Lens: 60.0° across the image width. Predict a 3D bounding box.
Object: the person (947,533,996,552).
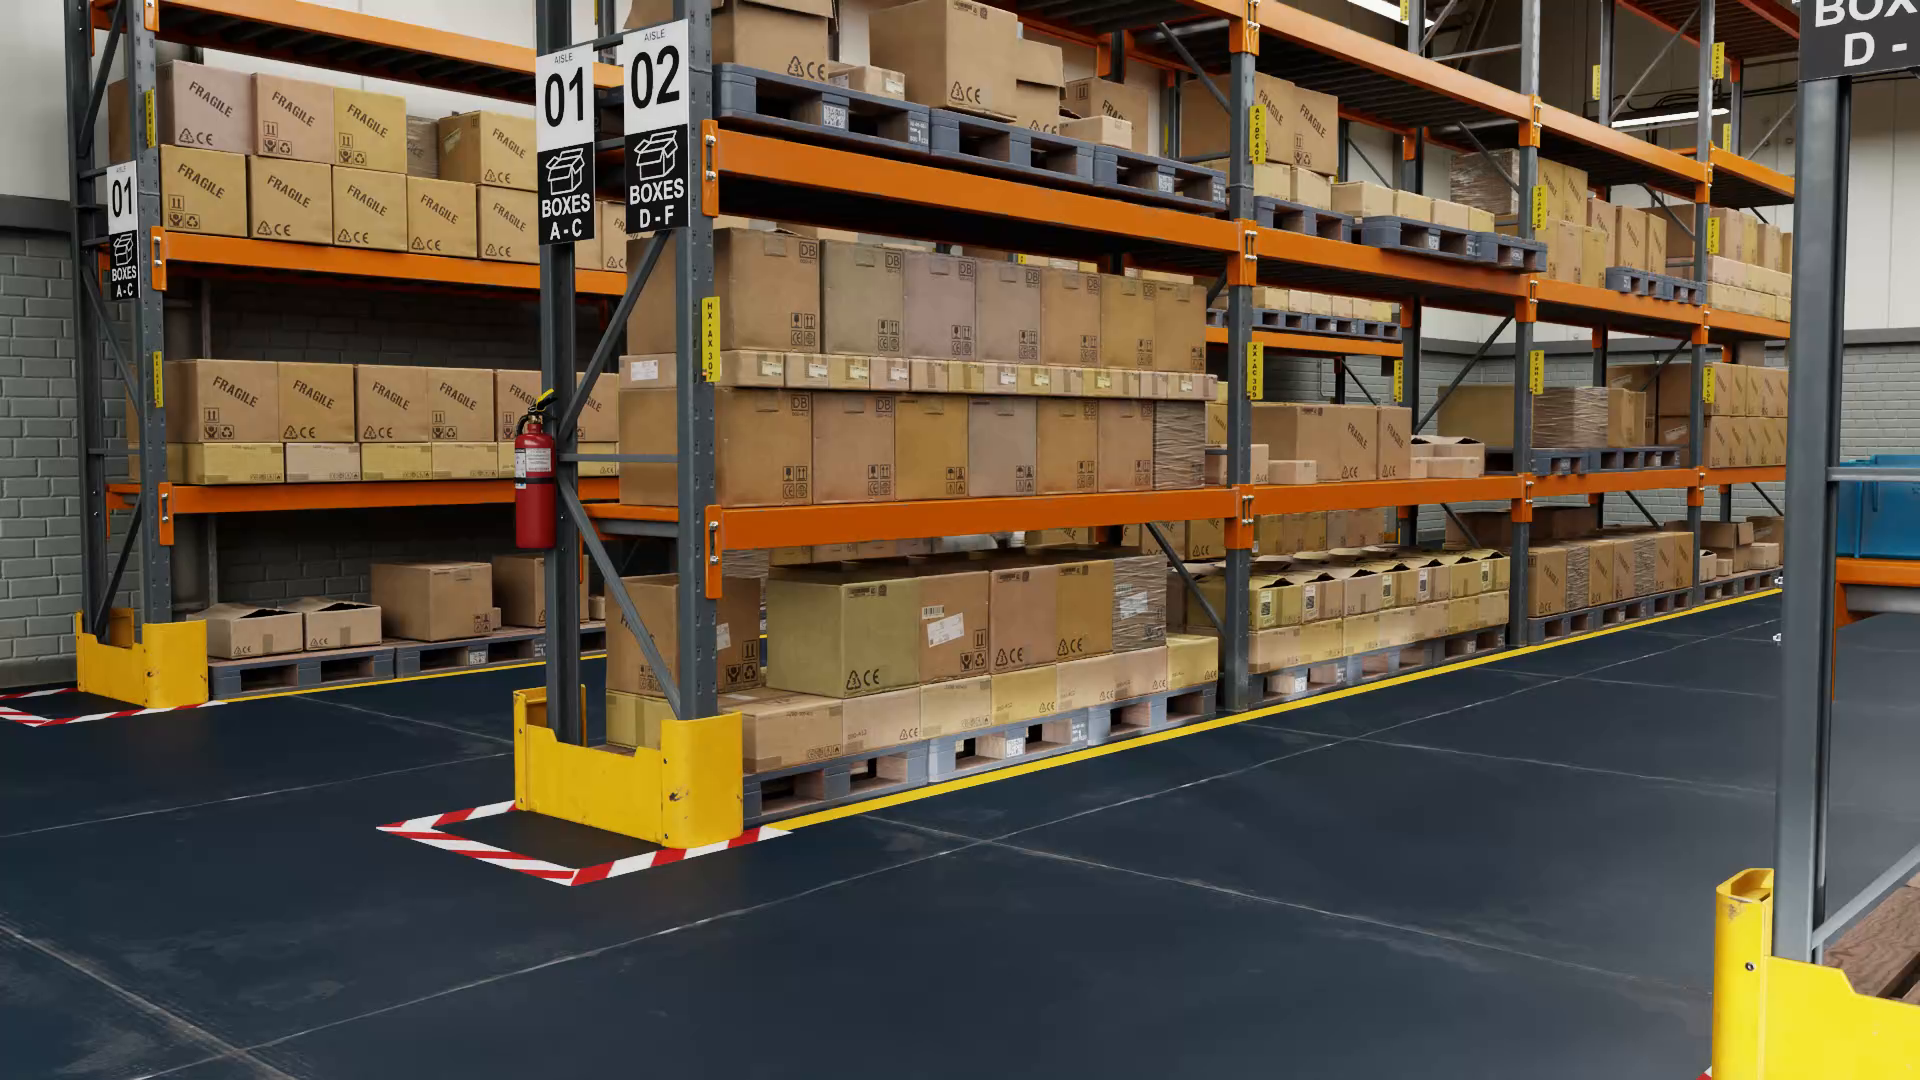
[{"bbox_3d":[0.129,-0.117,13.453,0.490,1.772,0.567,3,5,41],"label":"person"}]
